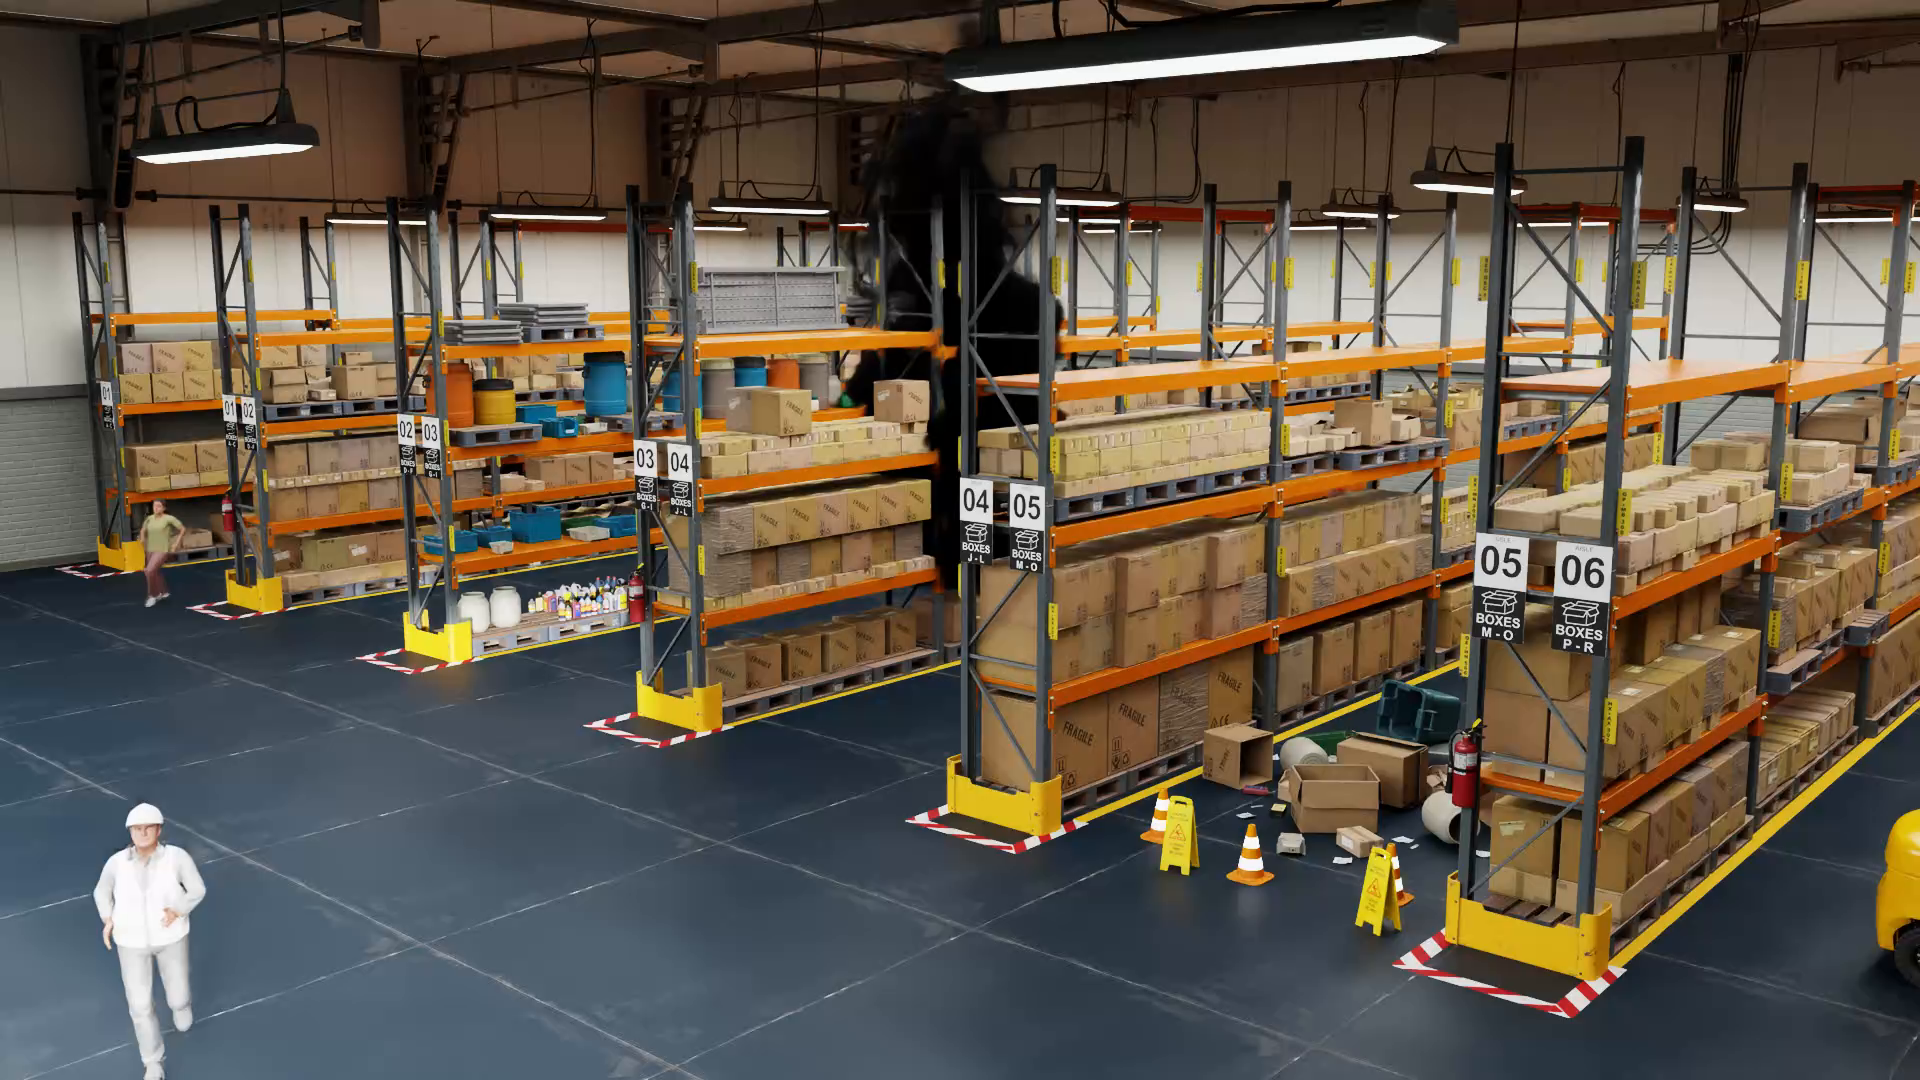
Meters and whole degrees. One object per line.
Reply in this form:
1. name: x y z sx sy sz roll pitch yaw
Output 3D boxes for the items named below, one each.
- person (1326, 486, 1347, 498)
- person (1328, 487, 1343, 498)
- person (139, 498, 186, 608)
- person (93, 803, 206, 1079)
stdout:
1. person: 6.011 -0.101 26.470 0.643 1.846 0.774 5 11 30
2. person: 5.426 0.061 23.803 0.804 1.838 0.652 -9 13 -43
3. person: -12.152 0.181 25.259 0.641 1.663 0.673 3 10 15
4. person: -5.217 2.552 10.738 0.668 1.739 0.803 -3 10 -20
